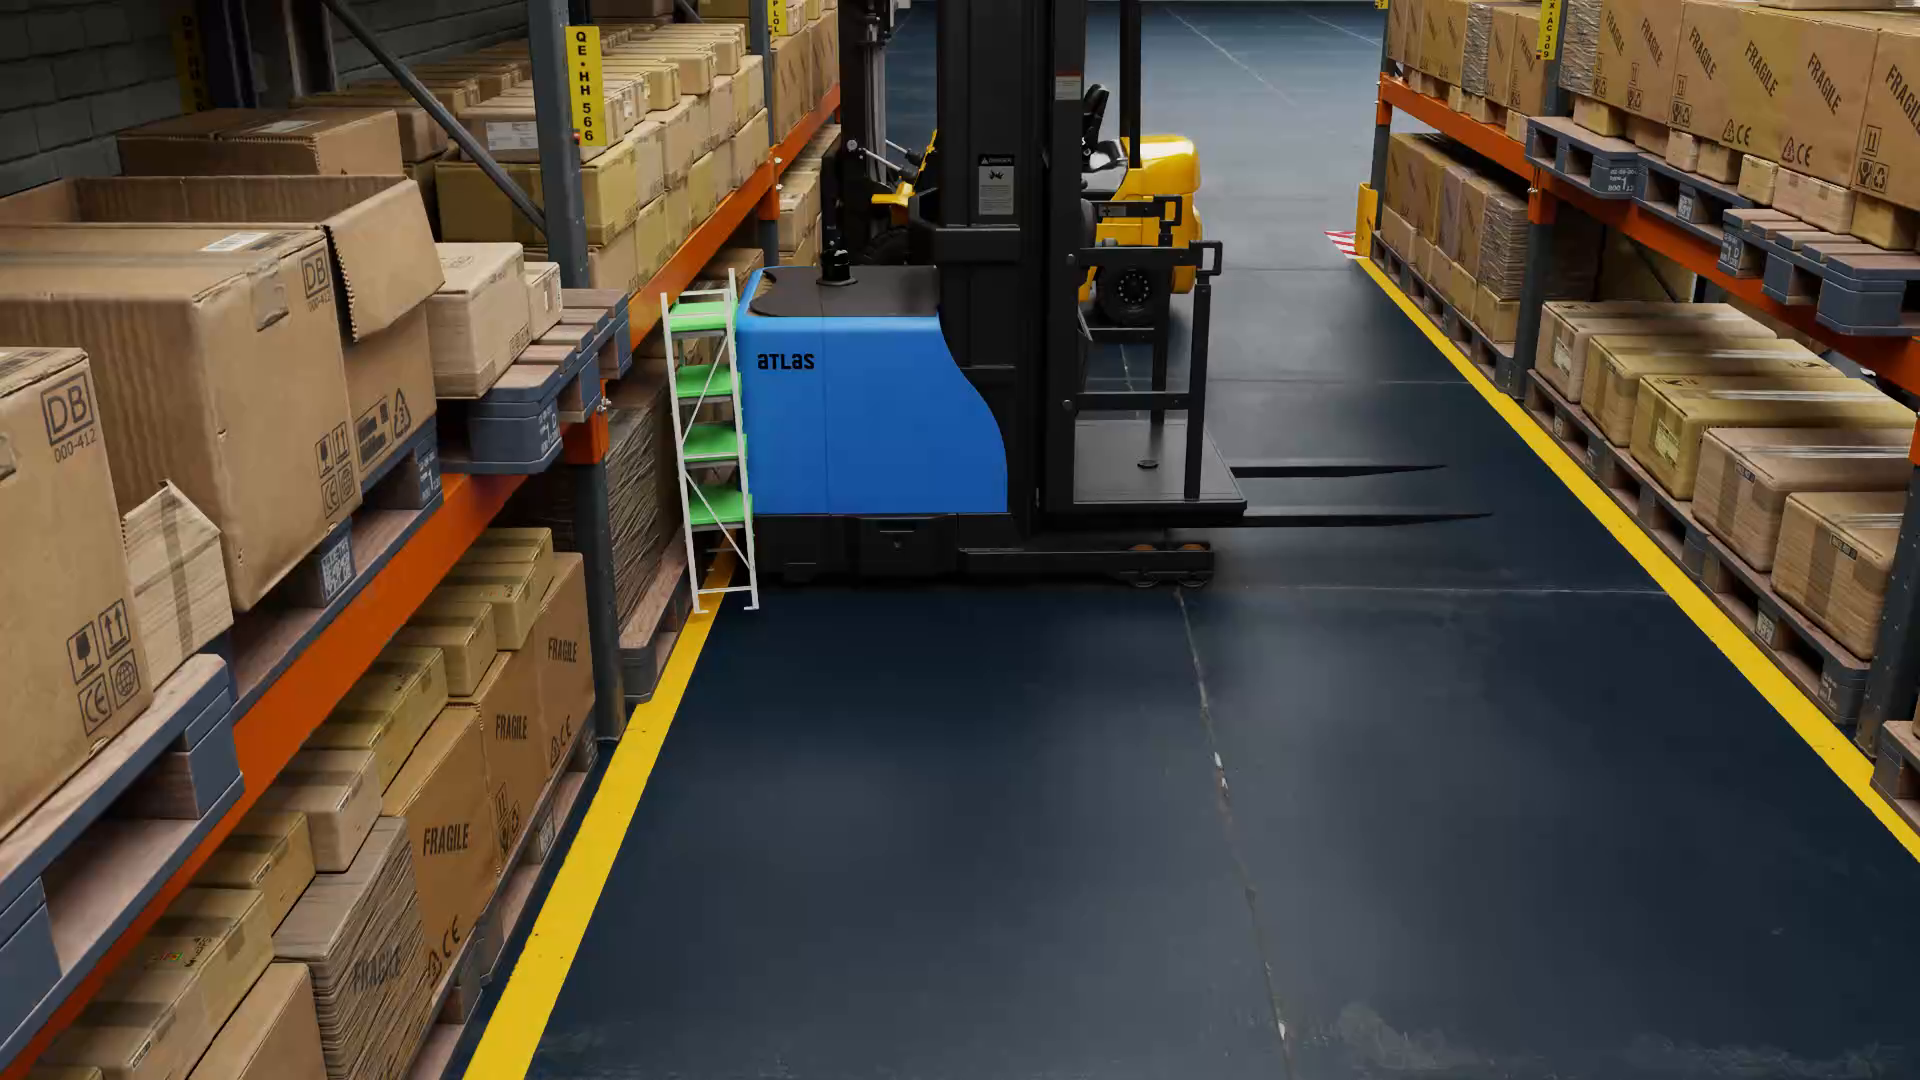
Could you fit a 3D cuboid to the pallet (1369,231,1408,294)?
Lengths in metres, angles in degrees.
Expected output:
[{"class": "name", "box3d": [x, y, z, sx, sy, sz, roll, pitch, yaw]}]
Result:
[{"class": "pallet", "box3d": [3.548, -1.989, 11.864, 1.003, 0.211, 1.213, 1, 21, 2]}]

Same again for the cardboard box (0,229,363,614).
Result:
[{"class": "cardboard box", "box3d": [-1.438, -0.210, 2.706, 0.700, 0.500, 0.500, 1, 21, 1]}]

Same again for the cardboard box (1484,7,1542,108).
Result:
[{"class": "cardboard box", "box3d": [3.263, -2.699, 9.288, 0.500, 0.500, 0.500, 1, 21, 3]}]

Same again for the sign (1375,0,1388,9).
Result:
[{"class": "sign", "box3d": [3.069, -4.020, 12.045, 0.100, 0.325, 0.005, 1, 21, 2]}]

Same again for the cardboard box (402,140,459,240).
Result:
[{"class": "cardboard box", "box3d": [-1.858, -1.099, 5.232, 0.500, 0.250, 0.500, 1, 21, 3]}]

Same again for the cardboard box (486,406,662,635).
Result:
[{"class": "cardboard box", "box3d": [-1.561, -0.085, 5.803, 0.875, 0.625, 0.625, 1, 21, 3]}]

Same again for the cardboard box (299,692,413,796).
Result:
[{"class": "cardboard box", "box3d": [-1.446, 0.457, 3.684, 0.380, 0.149, 0.250, 0, 21, 1]}]

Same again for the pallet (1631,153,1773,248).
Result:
[{"class": "pallet", "box3d": [3.387, -1.344, 6.612, 1.003, 0.211, 1.213, 1, 21, 2]}]

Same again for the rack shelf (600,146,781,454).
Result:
[{"class": "rack shelf", "box3d": [-1.533, -1.159, 6.863, 1.077, 0.370, 4.000, 1, 21, 2]}]

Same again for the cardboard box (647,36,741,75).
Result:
[{"class": "cardboard box", "box3d": [-1.186, -2.162, 7.420, 0.380, 0.149, 0.250, 0, 21, 0]}]

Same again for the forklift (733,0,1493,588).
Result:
[{"class": "forklift", "box3d": [0.623, -1.372, 6.513, 3.031, 2.935, 1.130, -1, 21, -1]}]

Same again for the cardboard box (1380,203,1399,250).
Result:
[{"class": "cardboard box", "box3d": [3.310, -2.235, 11.864, 0.500, 0.250, 0.500, 0, 21, 1]}]

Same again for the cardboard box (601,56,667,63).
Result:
[{"class": "cardboard box", "box3d": [-1.350, -1.794, 6.470, 0.380, 0.149, 0.250, 1, 21, 2]}]

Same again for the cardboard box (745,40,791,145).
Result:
[{"class": "cardboard box", "box3d": [-1.198, -2.421, 8.984, 0.500, 0.500, 0.500, 0, 21, 0]}]

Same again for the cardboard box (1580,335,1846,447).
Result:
[{"class": "cardboard box", "box3d": [3.457, -0.685, 7.699, 0.950, 0.372, 0.625, 2, 21, 5]}]

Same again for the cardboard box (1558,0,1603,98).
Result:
[{"class": "cardboard box", "box3d": [3.188, -2.379, 7.882, 0.500, 0.500, 0.500, 1, 21, 3]}]

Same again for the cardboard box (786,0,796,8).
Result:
[{"class": "cardboard box", "box3d": [-1.139, -3.097, 9.417, 0.380, 0.149, 0.250, 1, 21, 3]}]

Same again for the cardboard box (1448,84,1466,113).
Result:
[{"class": "cardboard box", "box3d": [3.231, -2.719, 10.238, 0.380, 0.149, 0.250, 1, 21, 2]}]

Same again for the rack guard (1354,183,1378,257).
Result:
[{"class": "rack guard", "box3d": [3.609, -2.417, 12.568, 1.175, 0.500, 0.348, 1, 21, 2]}]

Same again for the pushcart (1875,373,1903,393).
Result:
[{"class": "pushcart", "box3d": [5.770, -0.934, 8.915, 1.648, 0.377, 0.936, -7, 22, -17]}]

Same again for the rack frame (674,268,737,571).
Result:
[{"class": "rack frame", "box3d": [-0.949, -0.454, 6.496, 0.240, 1.200, 0.015, -4, 18, -4]}]

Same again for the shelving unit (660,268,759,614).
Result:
[{"class": "shelving unit", "box3d": [-0.926, -0.379, 6.265, 0.258, 1.200, 0.503, -4, 18, -4]}]

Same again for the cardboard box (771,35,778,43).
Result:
[{"class": "cardboard box", "box3d": [-1.193, -2.772, 8.992, 0.380, 0.149, 0.250, 1, 21, 3]}]

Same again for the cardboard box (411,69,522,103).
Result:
[{"class": "cardboard box", "box3d": [-1.798, -1.612, 6.001, 0.380, 0.149, 0.250, 1, 21, 1]}]

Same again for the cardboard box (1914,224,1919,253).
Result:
[{"class": "cardboard box", "box3d": [3.142, -0.917, 5.013, 0.380, 0.149, 0.250, 1, 21, 4]}]

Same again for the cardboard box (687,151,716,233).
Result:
[{"class": "cardboard box", "box3d": [-1.290, -1.414, 6.734, 0.500, 0.250, 0.500, 1, 21, 3]}]

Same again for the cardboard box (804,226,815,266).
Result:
[{"class": "cardboard box", "box3d": [-1.136, -1.718, 9.839, 0.500, 0.250, 0.500, 1, 21, 1]}]

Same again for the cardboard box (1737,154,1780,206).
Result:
[{"class": "cardboard box", "box3d": [3.051, -1.297, 5.992, 0.380, 0.149, 0.250, 1, 21, 3]}]

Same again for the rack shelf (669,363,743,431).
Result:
[{"class": "rack shelf", "box3d": [-0.935, -0.546, 6.210, 0.258, 0.148, 0.480, -4, 18, -4]}]

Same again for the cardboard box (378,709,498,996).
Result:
[{"class": "cardboard box", "box3d": [-1.431, 0.724, 3.891, 0.500, 0.500, 0.500, 2, 21, 4]}]

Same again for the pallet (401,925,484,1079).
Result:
[{"class": "pallet", "box3d": [-1.694, 1.239, 3.545, 1.003, 0.211, 1.213, 1, 21, 2]}]

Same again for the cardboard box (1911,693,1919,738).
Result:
[{"class": "cardboard box", "box3d": [3.263, 0.326, 4.399, 0.875, 0.875, 0.875, 0, 21, 1]}]

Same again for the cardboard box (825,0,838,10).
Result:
[{"class": "cardboard box", "box3d": [-1.059, -3.791, 11.618, 0.380, 0.149, 0.250, 1, 21, 2]}]

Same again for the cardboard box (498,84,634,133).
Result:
[{"class": "cardboard box", "box3d": [-1.301, -1.422, 5.511, 0.380, 0.149, 0.250, 1, 21, 3]}]

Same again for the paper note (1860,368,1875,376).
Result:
[{"class": "paper note", "box3d": [5.211, -0.952, 9.441, 0.148, 0.019, 0.142, 1, 21, 2]}]

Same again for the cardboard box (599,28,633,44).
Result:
[{"class": "cardboard box", "box3d": [-1.758, -2.345, 7.891, 0.380, 0.149, 0.250, 0, 21, 0]}]

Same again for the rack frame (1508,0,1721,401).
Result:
[{"class": "rack frame", "box3d": [3.489, -2.164, 8.459, 1.000, 3.000, 0.127, 1, 21, 2]}]

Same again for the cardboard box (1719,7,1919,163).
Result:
[{"class": "cardboard box", "box3d": [3.122, -1.636, 5.968, 0.500, 0.500, 0.500, -1, 21, -2]}]

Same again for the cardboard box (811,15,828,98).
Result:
[{"class": "cardboard box", "box3d": [-1.143, -3.156, 10.879, 0.500, 0.500, 0.500, 0, 21, 1]}]

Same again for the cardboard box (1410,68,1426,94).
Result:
[{"class": "cardboard box", "box3d": [3.257, -3.095, 11.205, 0.380, 0.149, 0.250, 1, 21, 2]}]

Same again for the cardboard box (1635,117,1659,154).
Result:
[{"class": "cardboard box", "box3d": [3.158, -1.760, 7.185, 0.380, 0.149, 0.250, 1, 21, 2]}]

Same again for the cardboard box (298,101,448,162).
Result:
[{"class": "cardboard box", "box3d": [-1.786, -1.240, 5.042, 0.380, 0.149, 0.250, 1, 21, 3]}]

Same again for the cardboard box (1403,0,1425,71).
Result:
[{"class": "cardboard box", "box3d": [3.307, -3.440, 11.198, 0.500, 0.500, 0.500, 1, 21, 3]}]

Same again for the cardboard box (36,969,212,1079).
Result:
[{"class": "cardboard box", "box3d": [-1.472, 0.833, 2.714, 0.380, 0.149, 0.250, 1, 21, 1]}]

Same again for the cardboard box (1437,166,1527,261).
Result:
[{"class": "cardboard box", "box3d": [3.267, -2.013, 10.253, 0.500, 0.500, 0.500, 2, 21, 4]}]

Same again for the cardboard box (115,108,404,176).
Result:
[{"class": "cardboard box", "box3d": [-1.766, -0.829, 4.300, 0.500, 0.500, 0.500, 2, 21, 4]}]

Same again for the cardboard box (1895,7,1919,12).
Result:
[{"class": "cardboard box", "box3d": [3.631, -1.639, 5.977, 0.500, 0.500, 0.500, 1, 21, 3]}]

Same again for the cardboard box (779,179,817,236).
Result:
[{"class": "cardboard box", "box3d": [-1.118, -1.953, 9.755, 0.500, 0.250, 0.500, 1, 21, 2]}]

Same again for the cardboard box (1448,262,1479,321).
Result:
[{"class": "cardboard box", "box3d": [3.245, -1.487, 9.935, 0.500, 0.250, 0.500, 0, 21, 0]}]

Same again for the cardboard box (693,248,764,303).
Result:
[{"class": "cardboard box", "box3d": [-1.477, -1.117, 8.463, 0.875, 0.625, 0.625, 2, 21, 4]}]

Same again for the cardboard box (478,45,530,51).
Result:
[{"class": "cardboard box", "box3d": [-1.789, -1.981, 6.953, 0.380, 0.149, 0.250, 0, 21, 1]}]

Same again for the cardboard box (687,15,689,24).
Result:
[{"class": "cardboard box", "box3d": [-1.761, -2.966, 9.491, 0.380, 0.149, 0.250, 1, 21, 2]}]

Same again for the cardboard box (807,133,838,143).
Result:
[{"class": "cardboard box", "box3d": [-1.063, -2.689, 11.650, 0.500, 0.250, 0.500, 1, 21, 3]}]

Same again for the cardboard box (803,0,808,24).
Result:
[{"class": "cardboard box", "box3d": [-1.133, -3.237, 10.191, 0.380, 0.149, 0.250, 0, 21, 1]}]

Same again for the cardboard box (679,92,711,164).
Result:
[{"class": "cardboard box", "box3d": [-1.296, -1.647, 6.643, 0.500, 0.250, 0.500, 1, 21, 2]}]

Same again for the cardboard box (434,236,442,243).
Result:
[{"class": "cardboard box", "box3d": [-1.836, -0.866, 5.322, 0.500, 0.250, 0.500, 0, 21, 0]}]

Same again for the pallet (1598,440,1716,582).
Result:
[{"class": "pallet", "box3d": [3.433, -0.140, 7.098, 1.003, 0.211, 1.213, 1, 21, 2]}]

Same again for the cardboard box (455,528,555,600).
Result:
[{"class": "cardboard box", "box3d": [-1.356, 0.078, 4.660, 0.380, 0.149, 0.250, 0, 21, -1]}]
